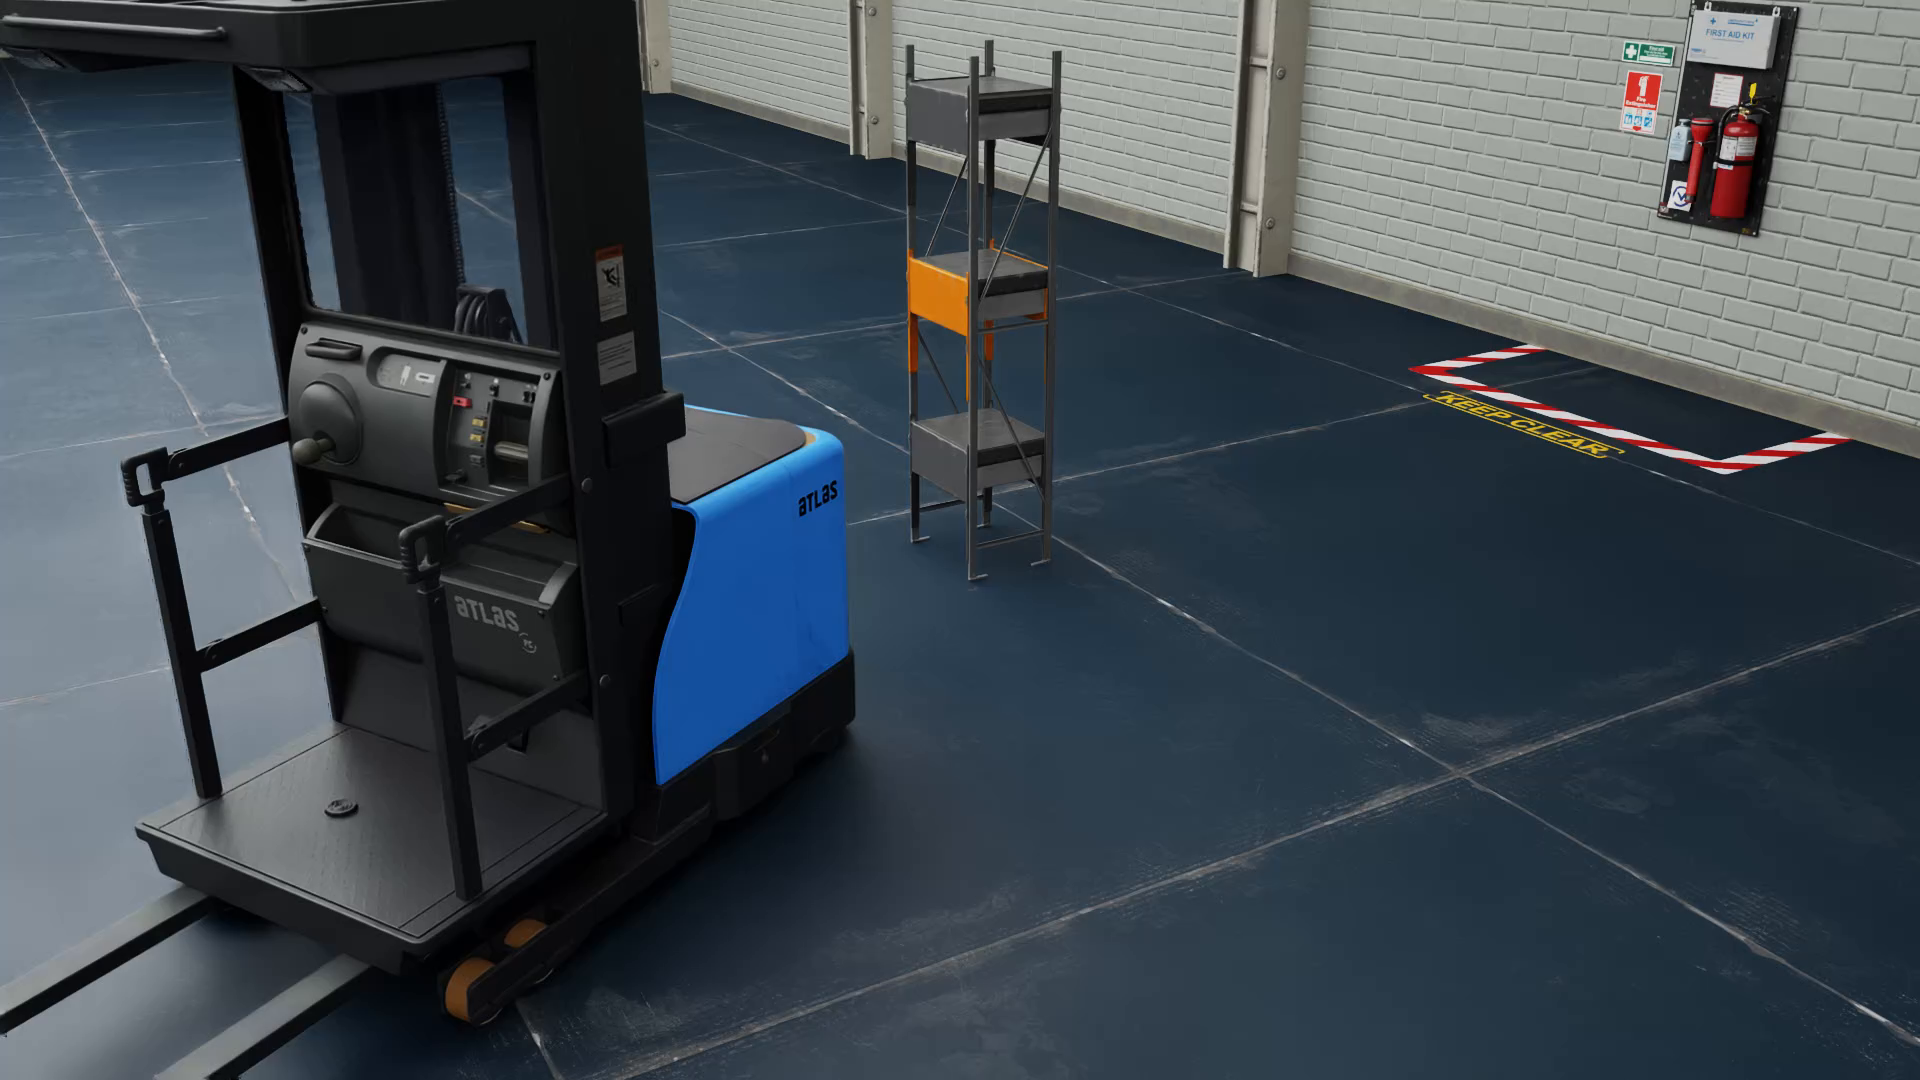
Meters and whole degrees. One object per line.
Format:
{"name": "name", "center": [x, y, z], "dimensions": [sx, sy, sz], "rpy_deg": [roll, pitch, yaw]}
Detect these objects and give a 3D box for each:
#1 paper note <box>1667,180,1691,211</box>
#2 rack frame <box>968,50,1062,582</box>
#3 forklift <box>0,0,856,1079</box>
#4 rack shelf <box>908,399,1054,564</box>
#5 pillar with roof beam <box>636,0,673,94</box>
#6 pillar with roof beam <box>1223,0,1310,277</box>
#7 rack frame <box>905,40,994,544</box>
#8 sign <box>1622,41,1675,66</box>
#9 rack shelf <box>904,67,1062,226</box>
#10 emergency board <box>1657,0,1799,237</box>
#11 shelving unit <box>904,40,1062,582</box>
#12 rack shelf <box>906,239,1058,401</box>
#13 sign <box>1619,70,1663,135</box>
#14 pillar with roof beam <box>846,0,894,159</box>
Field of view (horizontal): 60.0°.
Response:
{"name": "paper note", "center": [3.975, -1.898, 9.167], "dimensions": [0.016, 0.148, 0.142], "rpy_deg": [-13, 25, -28]}
{"name": "rack frame", "center": [0.209, -0.840, 6.590], "dimensions": [0.400, 2.100, 0.015], "rpy_deg": [-13, 25, -28]}
{"name": "forklift", "center": [-1.525, -0.314, 4.192], "dimensions": [1.130, 2.935, 3.031], "rpy_deg": [12, 25, 27]}
{"name": "rack shelf", "center": [0.085, -0.258, 7.053], "dimensions": [0.431, 0.518, 0.480], "rpy_deg": [-13, 25, -28]}
{"name": "pillar with roof beam", "center": [-7.660, -9.206, 18.010], "dimensions": [9.100, 9.000, 0.400], "rpy_deg": [-13, 25, -28]}
{"name": "pillar with roof beam", "center": [-1.530, -5.322, 8.453], "dimensions": [9.100, 9.000, 0.400], "rpy_deg": [-13, 25, -28]}
{"name": "rack frame", "center": [-0.040, -0.998, 6.979], "dimensions": [0.400, 2.100, 0.015], "rpy_deg": [-13, 25, -28]}
{"name": "sign", "center": [3.807, -2.693, 9.202], "dimensions": [0.001, 0.109, 0.331], "rpy_deg": [-13, 25, -28]}
{"name": "rack shelf", "center": [0.085, -1.555, 6.526], "dimensions": [0.431, 0.518, 0.480], "rpy_deg": [-13, 25, -28]}
{"name": "emergency board", "center": [4.006, -2.235, 8.828], "dimensions": [0.194, 1.169, 0.643], "rpy_deg": [-13, 25, -28]}
{"name": "shelving unit", "center": [0.085, -0.919, 6.784], "dimensions": [0.431, 2.100, 0.503], "rpy_deg": [-13, 25, -28]}
{"name": "rack shelf", "center": [0.085, -0.906, 6.789], "dimensions": [0.431, 0.518, 0.480], "rpy_deg": [-13, 25, -28]}
{"name": "sign", "center": [3.812, -2.451, 9.310], "dimensions": [0.001, 0.329, 0.234], "rpy_deg": [-13, 25, -28]}
{"name": "pillar with roof beam", "center": [-4.595, -7.264, 13.232], "dimensions": [9.100, 9.000, 0.400], "rpy_deg": [-13, 25, -28]}
